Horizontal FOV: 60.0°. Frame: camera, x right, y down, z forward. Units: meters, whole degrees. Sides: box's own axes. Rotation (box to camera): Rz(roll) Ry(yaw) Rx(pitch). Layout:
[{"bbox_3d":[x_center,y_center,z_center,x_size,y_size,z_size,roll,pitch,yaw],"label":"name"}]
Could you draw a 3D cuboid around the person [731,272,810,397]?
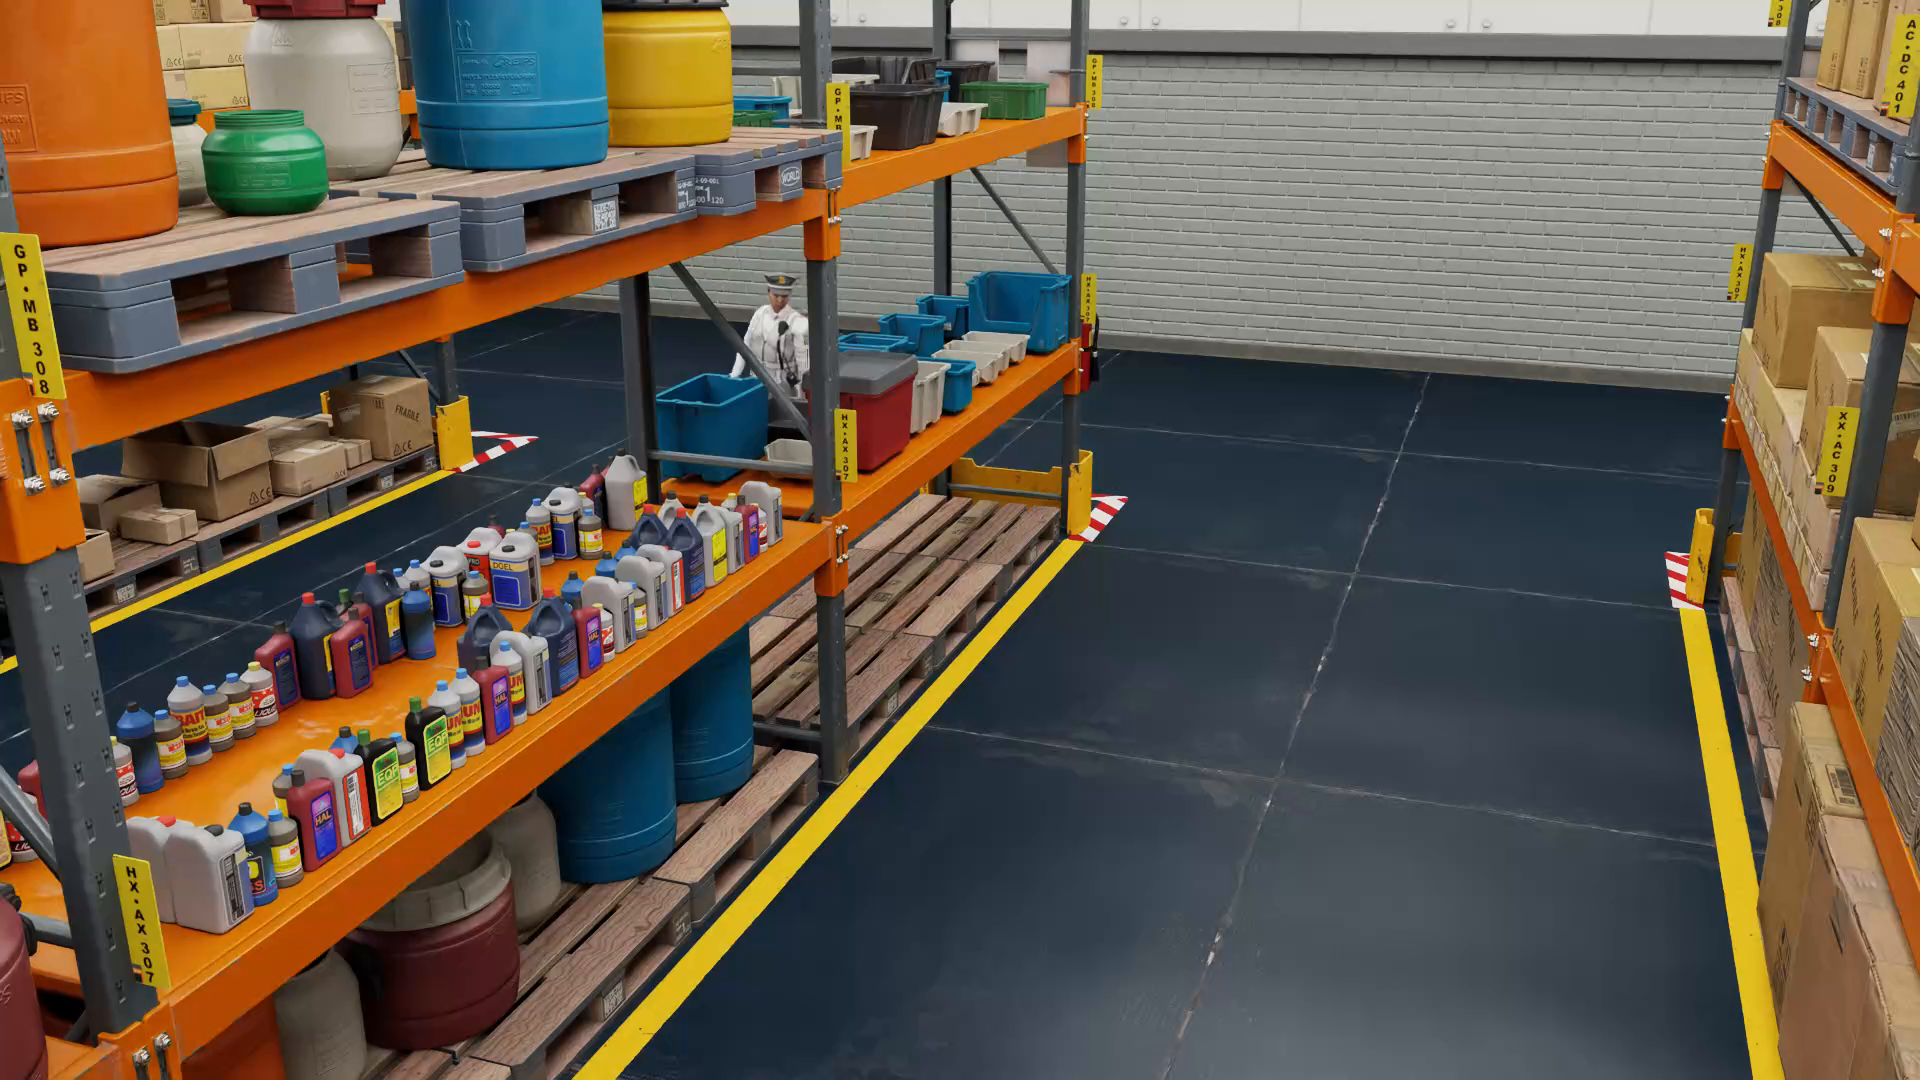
[{"bbox_3d":[-1.311,-1.109,11.820,0.515,1.605,1.002,13,23,34],"label":"person"}]
